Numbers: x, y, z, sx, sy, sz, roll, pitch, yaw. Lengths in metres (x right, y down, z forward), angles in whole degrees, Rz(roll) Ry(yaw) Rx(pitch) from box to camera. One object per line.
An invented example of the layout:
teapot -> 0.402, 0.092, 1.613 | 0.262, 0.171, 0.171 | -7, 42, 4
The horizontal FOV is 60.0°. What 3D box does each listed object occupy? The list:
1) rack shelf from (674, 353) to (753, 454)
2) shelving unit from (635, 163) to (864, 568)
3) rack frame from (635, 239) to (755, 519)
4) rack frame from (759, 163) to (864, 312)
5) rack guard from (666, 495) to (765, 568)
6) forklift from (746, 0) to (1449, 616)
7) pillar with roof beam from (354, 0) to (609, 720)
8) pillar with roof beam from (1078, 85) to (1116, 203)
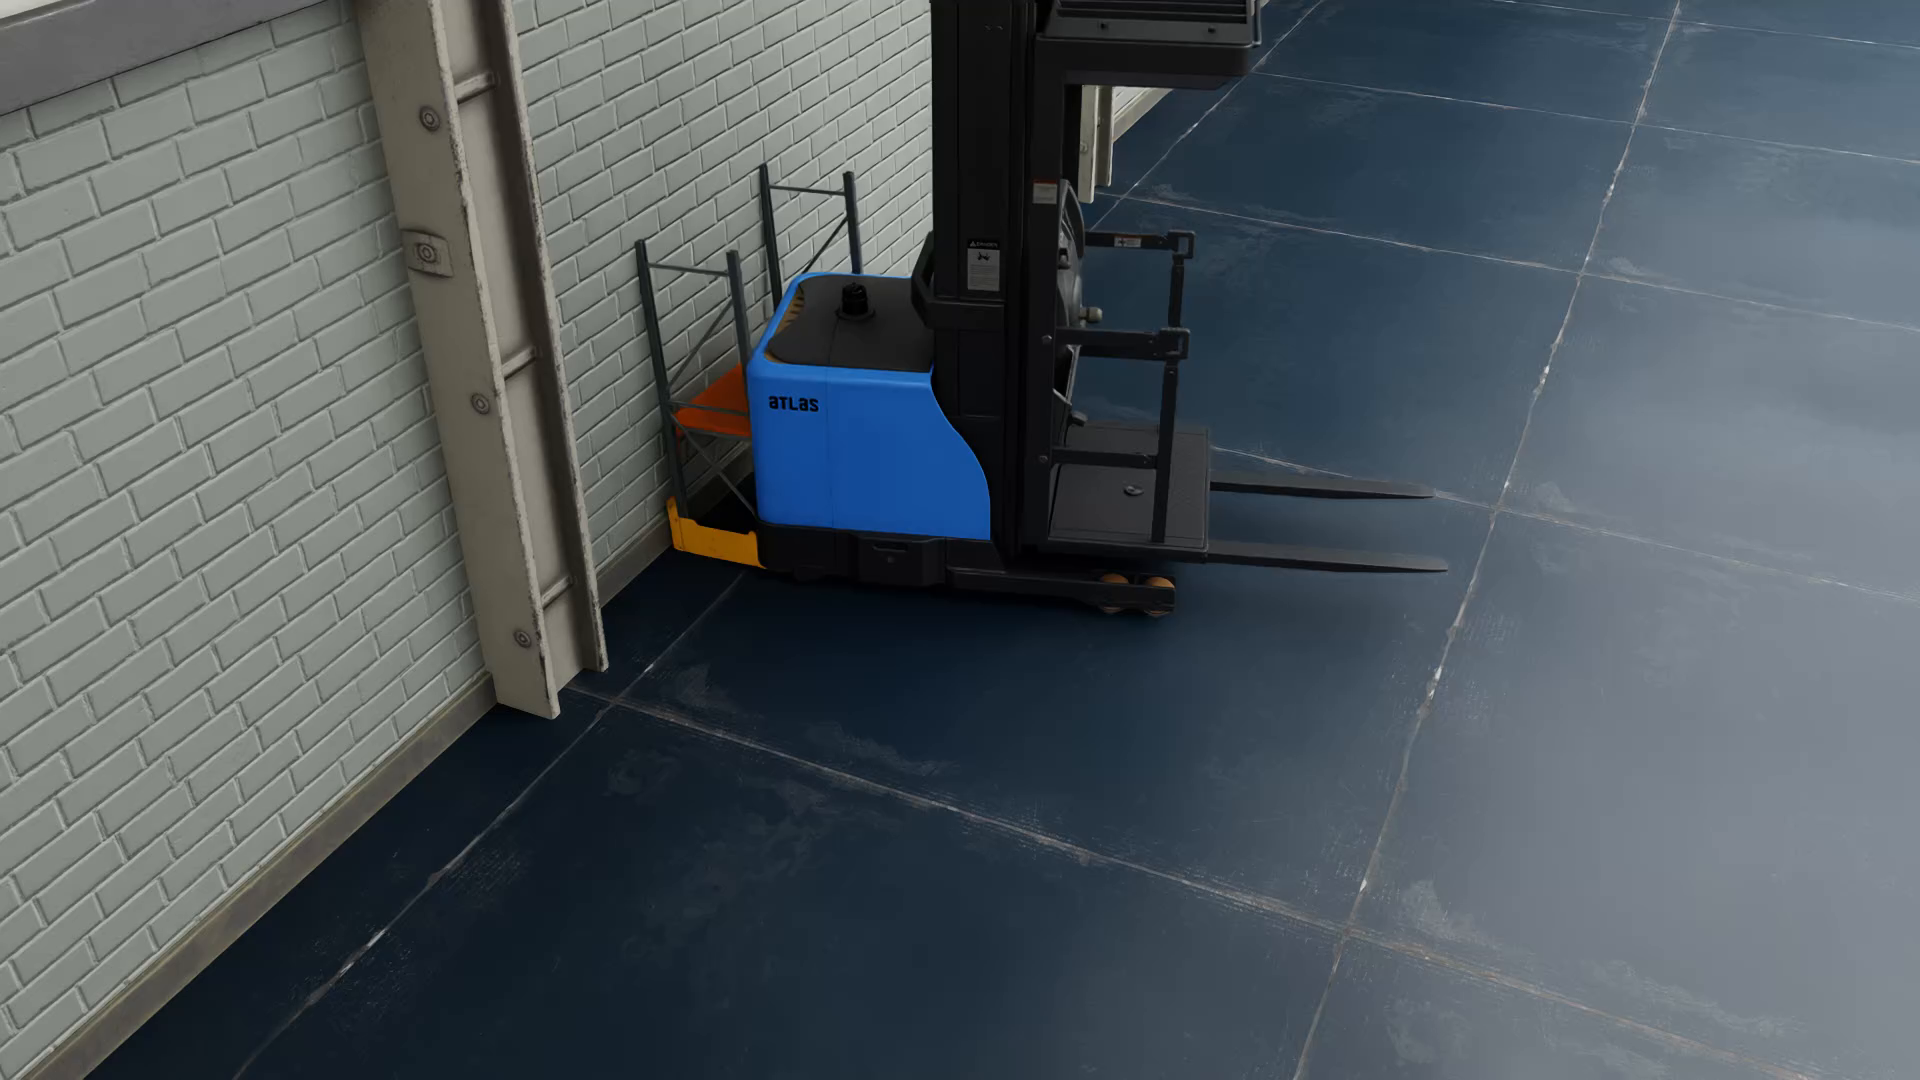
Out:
rack shelf -> -0.870, -0.662, 7.717 | 0.538, 0.185, 1.000 | 10, 34, 22
shelving unit -> -0.885, -0.811, 7.618 | 0.587, 1.500, 1.083 | 10, 34, 22
rack frame -> -1.091, -0.569, 7.234 | 0.500, 1.500, 0.032 | 10, 34, 22
rack frame -> -0.671, -1.063, 8.017 | 0.500, 1.500, 0.032 | 10, 34, 22
rack guard -> -1.054, -0.033, 7.554 | 0.587, 0.250, 0.087 | 10, 34, 22
forklift -> 0.648, -1.207, 6.918 | 3.031, 2.935, 1.130 | 4, 34, 7
pillar with roof beam -> 2.224, -2.190, 2.883 | 9.100, 9.000, 0.400 | 14, 36, 20
pillar with roof beam -> 4.734, -5.178, 7.440 | 9.100, 9.000, 0.400 | 14, 36, 20
